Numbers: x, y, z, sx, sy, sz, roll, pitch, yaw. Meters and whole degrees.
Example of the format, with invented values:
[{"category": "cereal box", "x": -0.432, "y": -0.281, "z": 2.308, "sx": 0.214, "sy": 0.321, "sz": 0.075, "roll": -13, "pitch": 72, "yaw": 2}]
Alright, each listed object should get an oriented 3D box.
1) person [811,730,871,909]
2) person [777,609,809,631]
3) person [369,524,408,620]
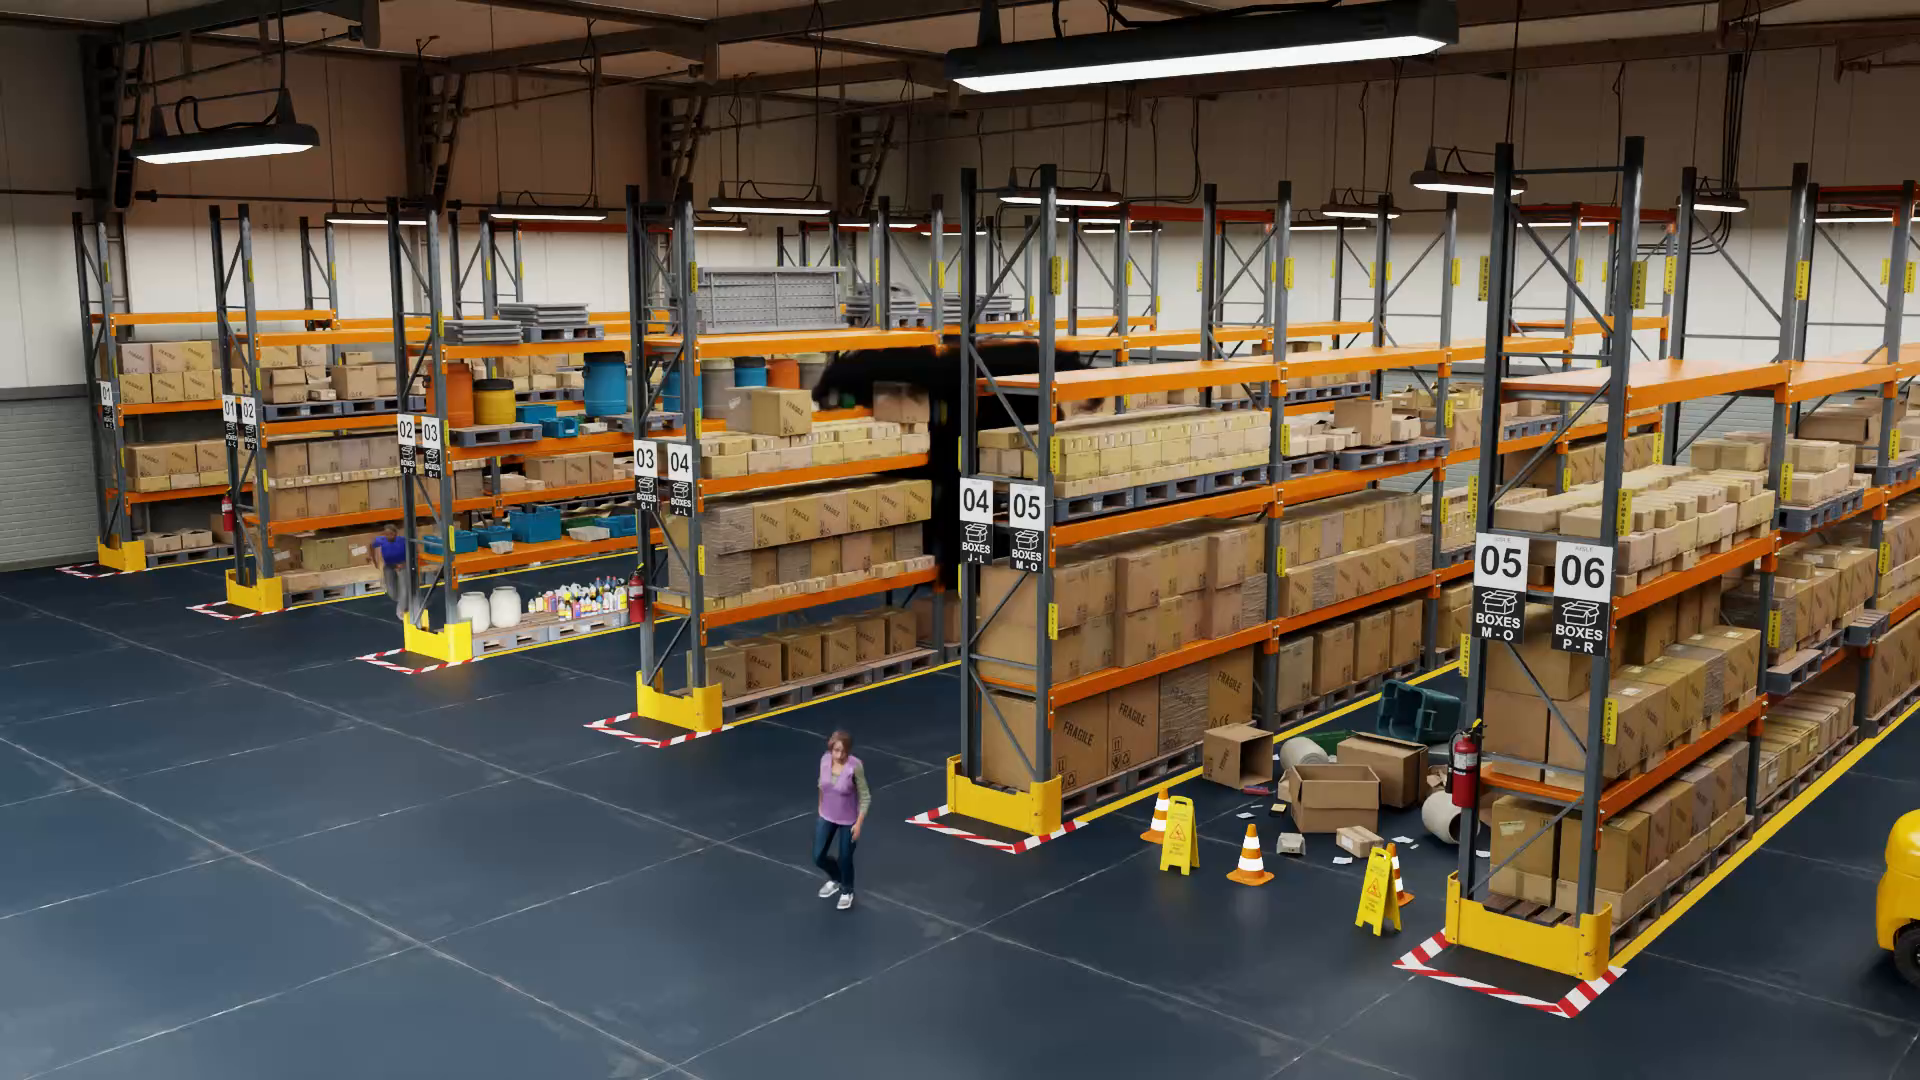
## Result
[{"category": "person", "x": -0.949, "y": 2.232, "z": 13.242, "sx": 0.552, "sy": 1.546, "sz": 0.595, "roll": 3, "pitch": 10, "yaw": 16}, {"category": "person", "x": -2.303, "y": 0.566, "z": 22.108, "sx": 0.573, "sy": 1.657, "sz": 0.955, "roll": 7, "pitch": 12, "yaw": 36}, {"category": "person", "x": -8.245, "y": 0.460, "z": 24.137, "sx": 0.599, "sy": 1.475, "sz": 0.776, "roll": -2, "pitch": 10, "yaw": -9}]
